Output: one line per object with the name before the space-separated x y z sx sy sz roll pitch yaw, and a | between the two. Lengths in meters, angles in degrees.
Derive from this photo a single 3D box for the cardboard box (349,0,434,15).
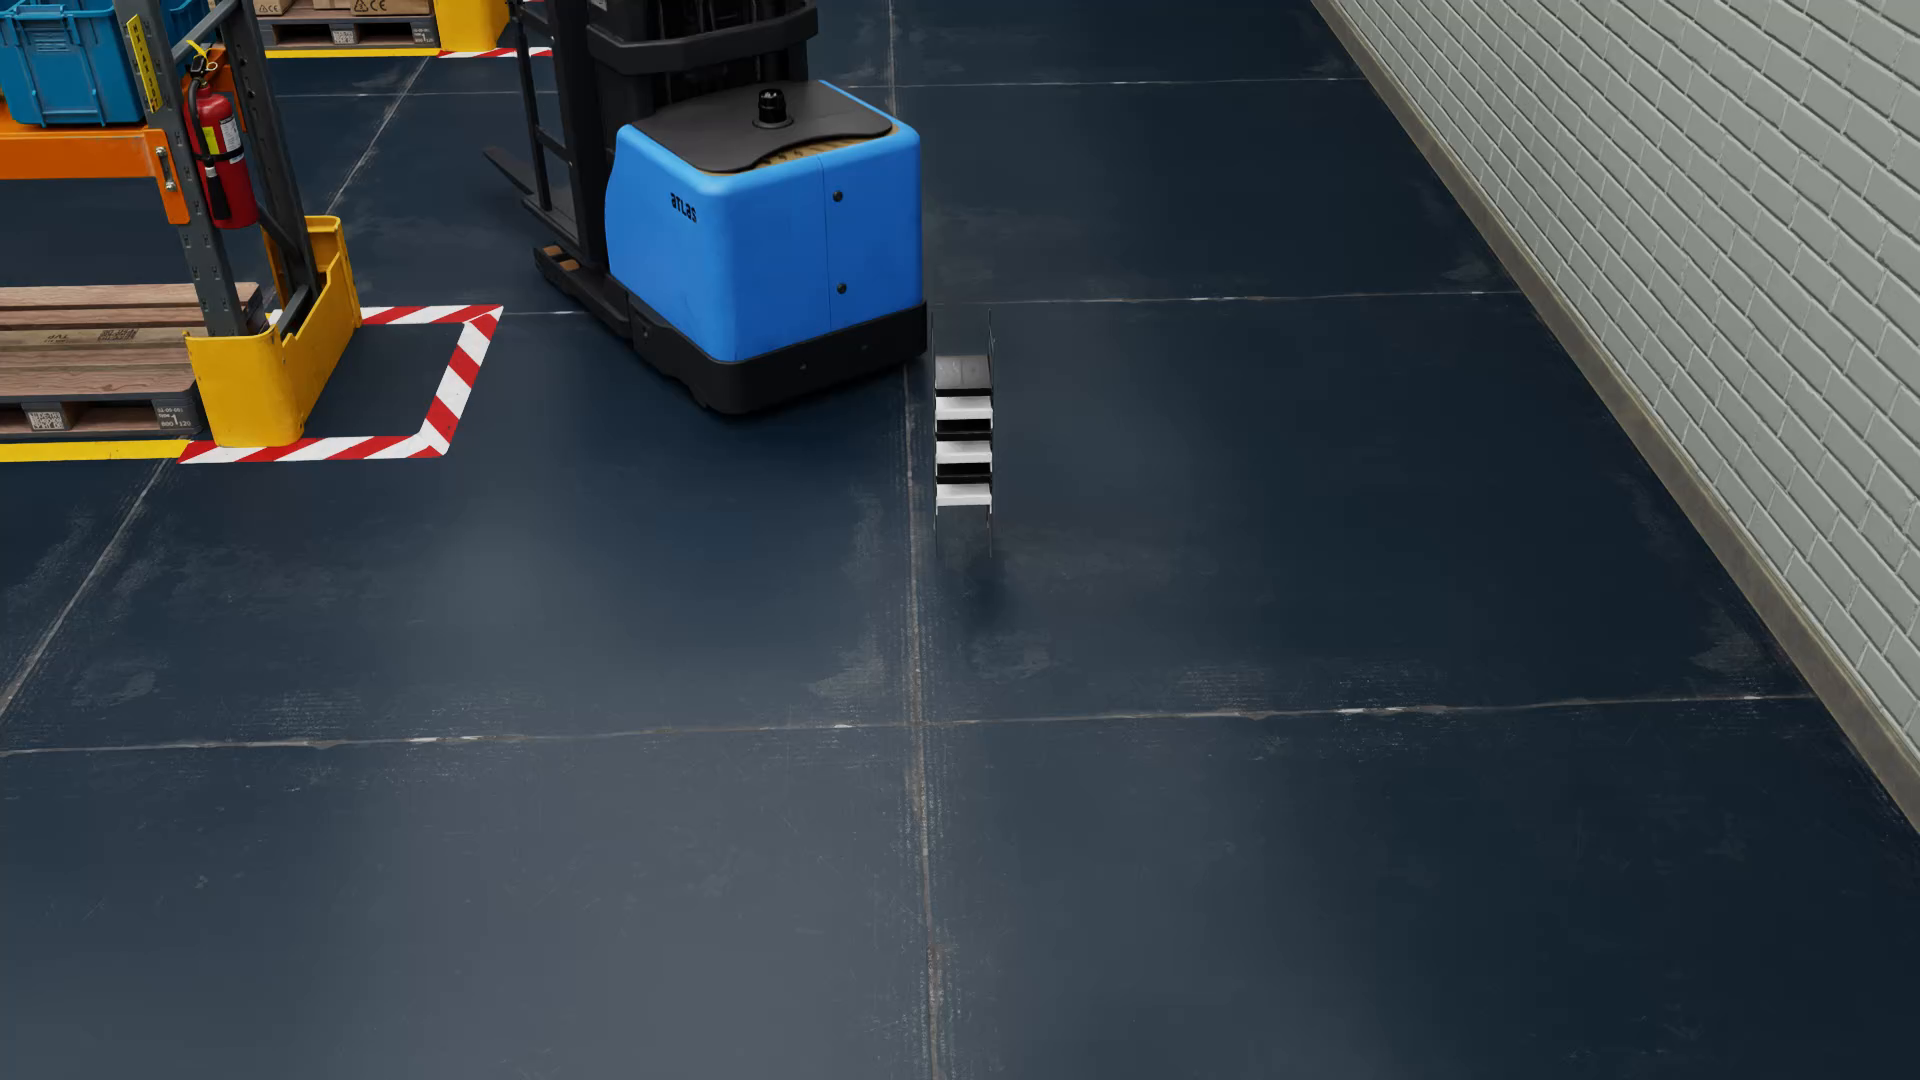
cardboard box | -3.703 -3.751 10.844 0.500 0.500 0.500 -2 35 -2

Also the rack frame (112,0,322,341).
rack frame | -2.940 -1.937 6.413 0.127 3.000 1.000 -2 35 -2

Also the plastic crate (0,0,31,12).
plastic crate | -3.860 -2.055 6.679 0.300 0.233 0.416 -2 35 -2

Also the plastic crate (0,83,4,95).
plastic crate | -3.746 -1.728 6.290 0.243 0.136 0.396 -2 35 -2

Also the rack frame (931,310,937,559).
rack frame | -0.093 -0.367 5.990 0.006 0.900 0.240 -2 35 -2

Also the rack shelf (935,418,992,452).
rack shelf | 0.008 -0.417 5.962 0.200 0.077 0.258 -2 35 -2

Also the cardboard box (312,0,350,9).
cardboard box | -4.112 -3.654 10.997 0.250 0.166 0.380 -2 35 -2

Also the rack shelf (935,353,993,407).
rack shelf | 0.008 -0.565 5.860 0.200 0.077 0.258 -2 35 -2

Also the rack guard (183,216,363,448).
rack guard | -2.917 -0.917 7.136 0.348 0.500 1.175 -2 35 -2

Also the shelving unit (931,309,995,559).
shelving unit | 0.008 -0.370 5.994 0.210 0.900 0.258 -2 35 -2

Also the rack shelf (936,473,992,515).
rack shelf | 0.008 -0.195 6.116 0.200 0.077 0.258 -2 35 -2

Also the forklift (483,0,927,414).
forklift | -1.403 -2.516 7.311 1.130 2.935 3.031 -22 40 -28

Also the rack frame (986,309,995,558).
rack frame | 0.110 -0.373 5.998 0.006 0.900 0.240 -2 35 -2

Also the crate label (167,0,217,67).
crate label | -3.203 -2.073 6.704 0.303 0.233 0.416 -2 35 -2

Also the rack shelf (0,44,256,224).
rack shelf | -4.938 -1.587 6.540 4.000 0.370 1.077 -2 35 -2

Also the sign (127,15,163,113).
sign | -2.898 -1.692 5.915 0.005 0.325 0.100 -2 35 -2

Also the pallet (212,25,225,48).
pallet | -5.259 -3.551 11.195 1.213 0.211 1.003 -2 35 -2

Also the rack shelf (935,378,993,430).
rack shelf | 0.008 -0.491 5.911 0.200 0.077 0.258 -2 35 -2

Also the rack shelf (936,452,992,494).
rack shelf | 0.008 -0.269 6.064 0.200 0.077 0.258 -2 35 -2

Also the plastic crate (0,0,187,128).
plastic crate | -3.266 -1.861 6.219 0.499 0.435 0.616 -2 35 -2

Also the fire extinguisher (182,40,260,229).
fire extinguisher | -2.768 -1.497 6.174 0.183 0.674 0.296 -2 35 -2

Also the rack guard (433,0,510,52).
rack guard | -3.247 -3.723 11.190 0.348 0.500 1.175 -2 35 -2

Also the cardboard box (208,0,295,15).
cardboard box | -4.653 -3.640 10.903 0.500 0.250 0.500 -2 35 -2

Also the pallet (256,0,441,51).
pallet | -4.043 -3.582 11.240 1.213 0.211 1.003 -2 35 -2

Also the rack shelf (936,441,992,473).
rack shelf | 0.008 -0.343 6.013 0.200 0.077 0.258 -2 35 -2

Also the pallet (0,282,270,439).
pallet | -3.766 -0.790 7.206 1.213 0.211 1.003 -2 35 -2
